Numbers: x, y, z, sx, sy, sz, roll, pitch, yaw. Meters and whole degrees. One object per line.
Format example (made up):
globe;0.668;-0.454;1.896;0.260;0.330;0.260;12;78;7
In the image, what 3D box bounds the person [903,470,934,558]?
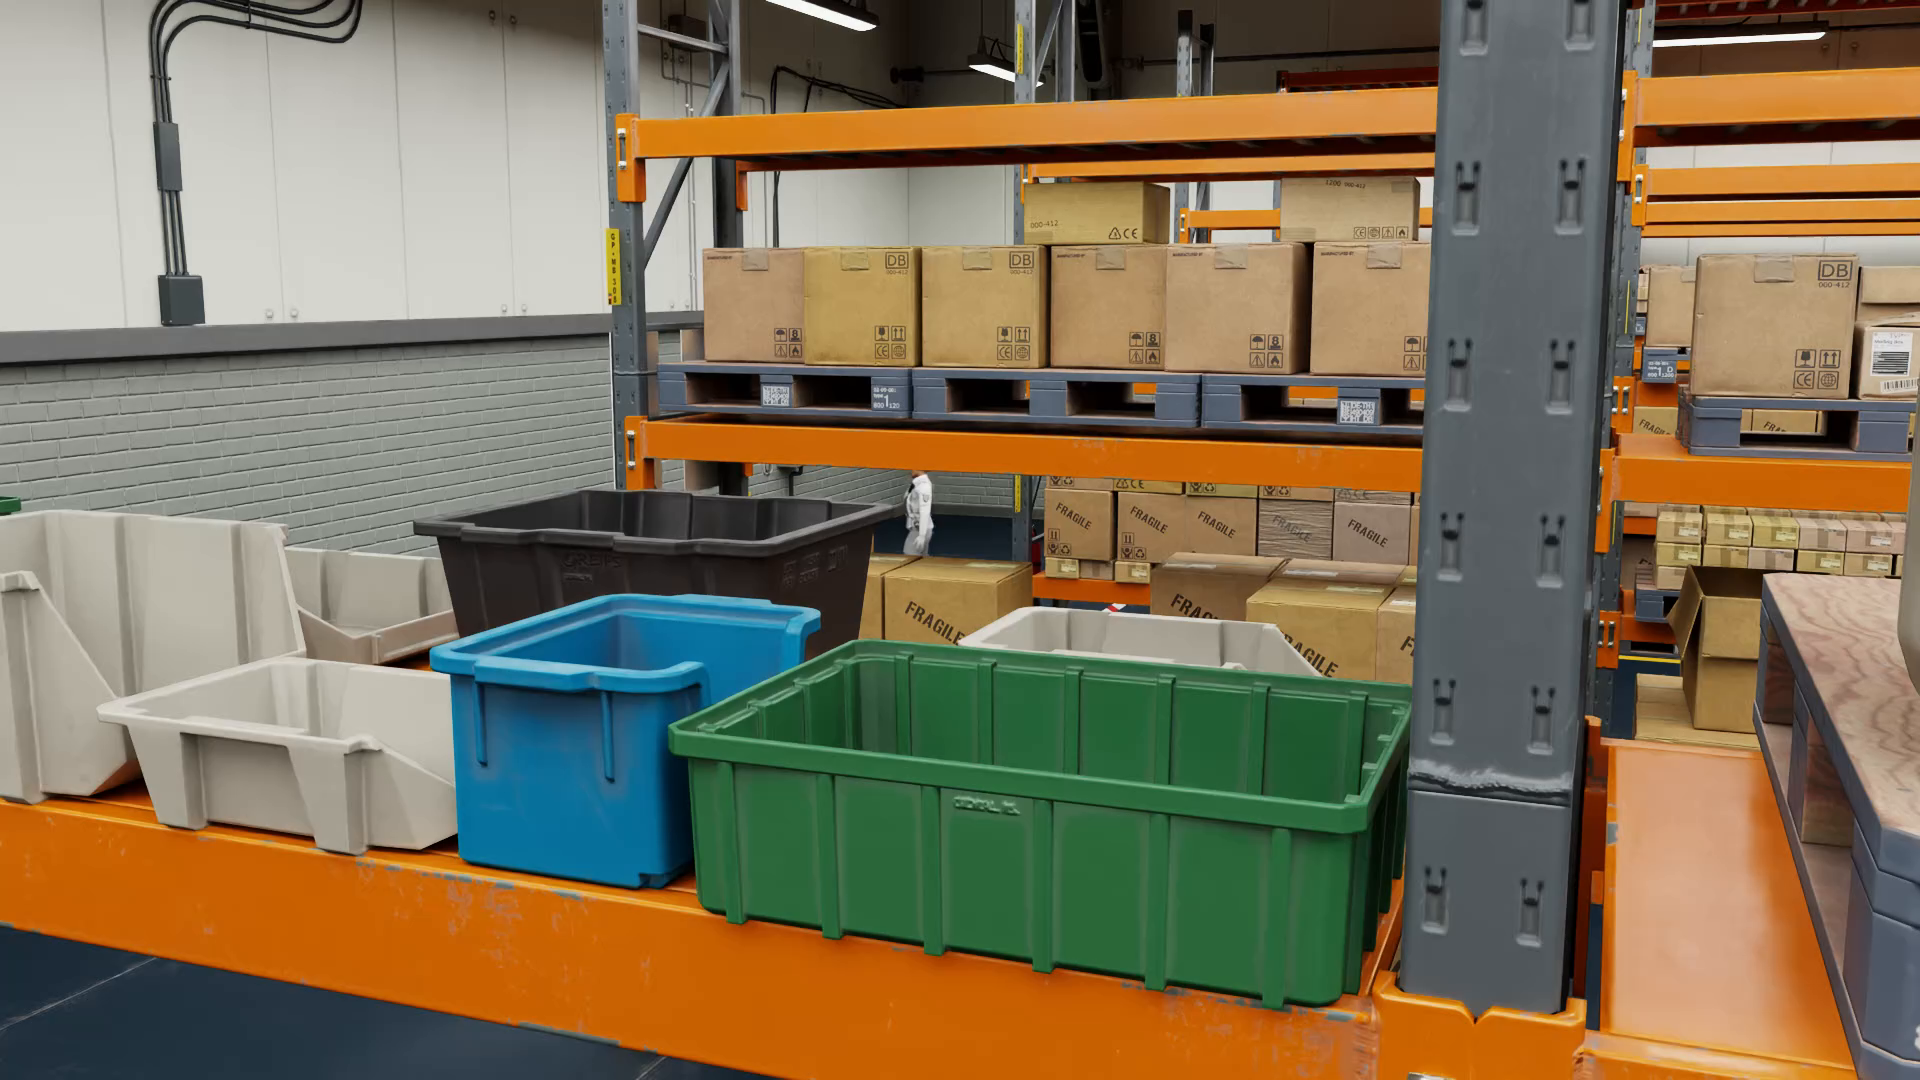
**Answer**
person;-0.466;-0.040;17.225;0.397;1.717;0.524;-1;9;-6
